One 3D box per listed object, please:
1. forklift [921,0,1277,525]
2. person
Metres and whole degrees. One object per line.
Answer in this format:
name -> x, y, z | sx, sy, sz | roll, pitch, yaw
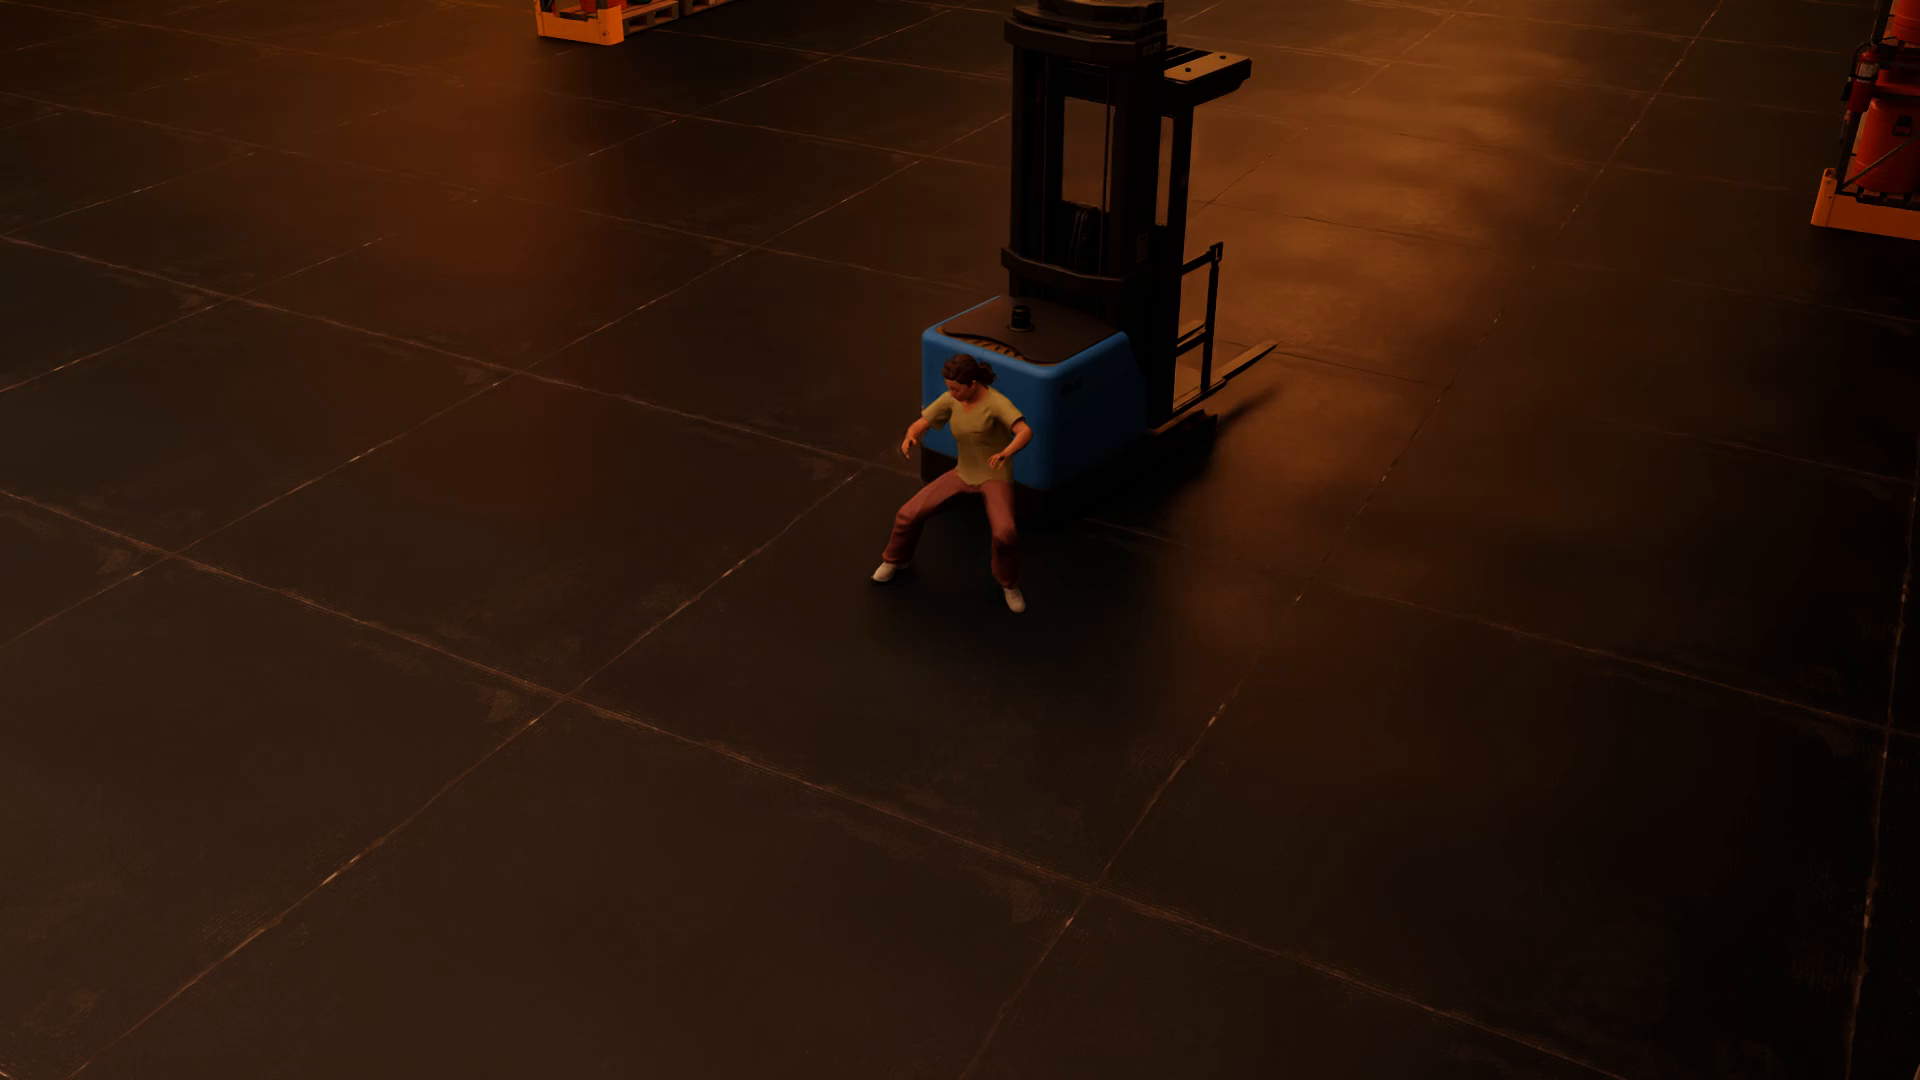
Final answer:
forklift -> 1.076, -2.023, 10.576 | 1.130, 2.935, 3.031 | 22, 37, 33
person -> -0.017, -0.331, 9.143 | 0.958, 1.430, 0.669 | 23, 37, 34
